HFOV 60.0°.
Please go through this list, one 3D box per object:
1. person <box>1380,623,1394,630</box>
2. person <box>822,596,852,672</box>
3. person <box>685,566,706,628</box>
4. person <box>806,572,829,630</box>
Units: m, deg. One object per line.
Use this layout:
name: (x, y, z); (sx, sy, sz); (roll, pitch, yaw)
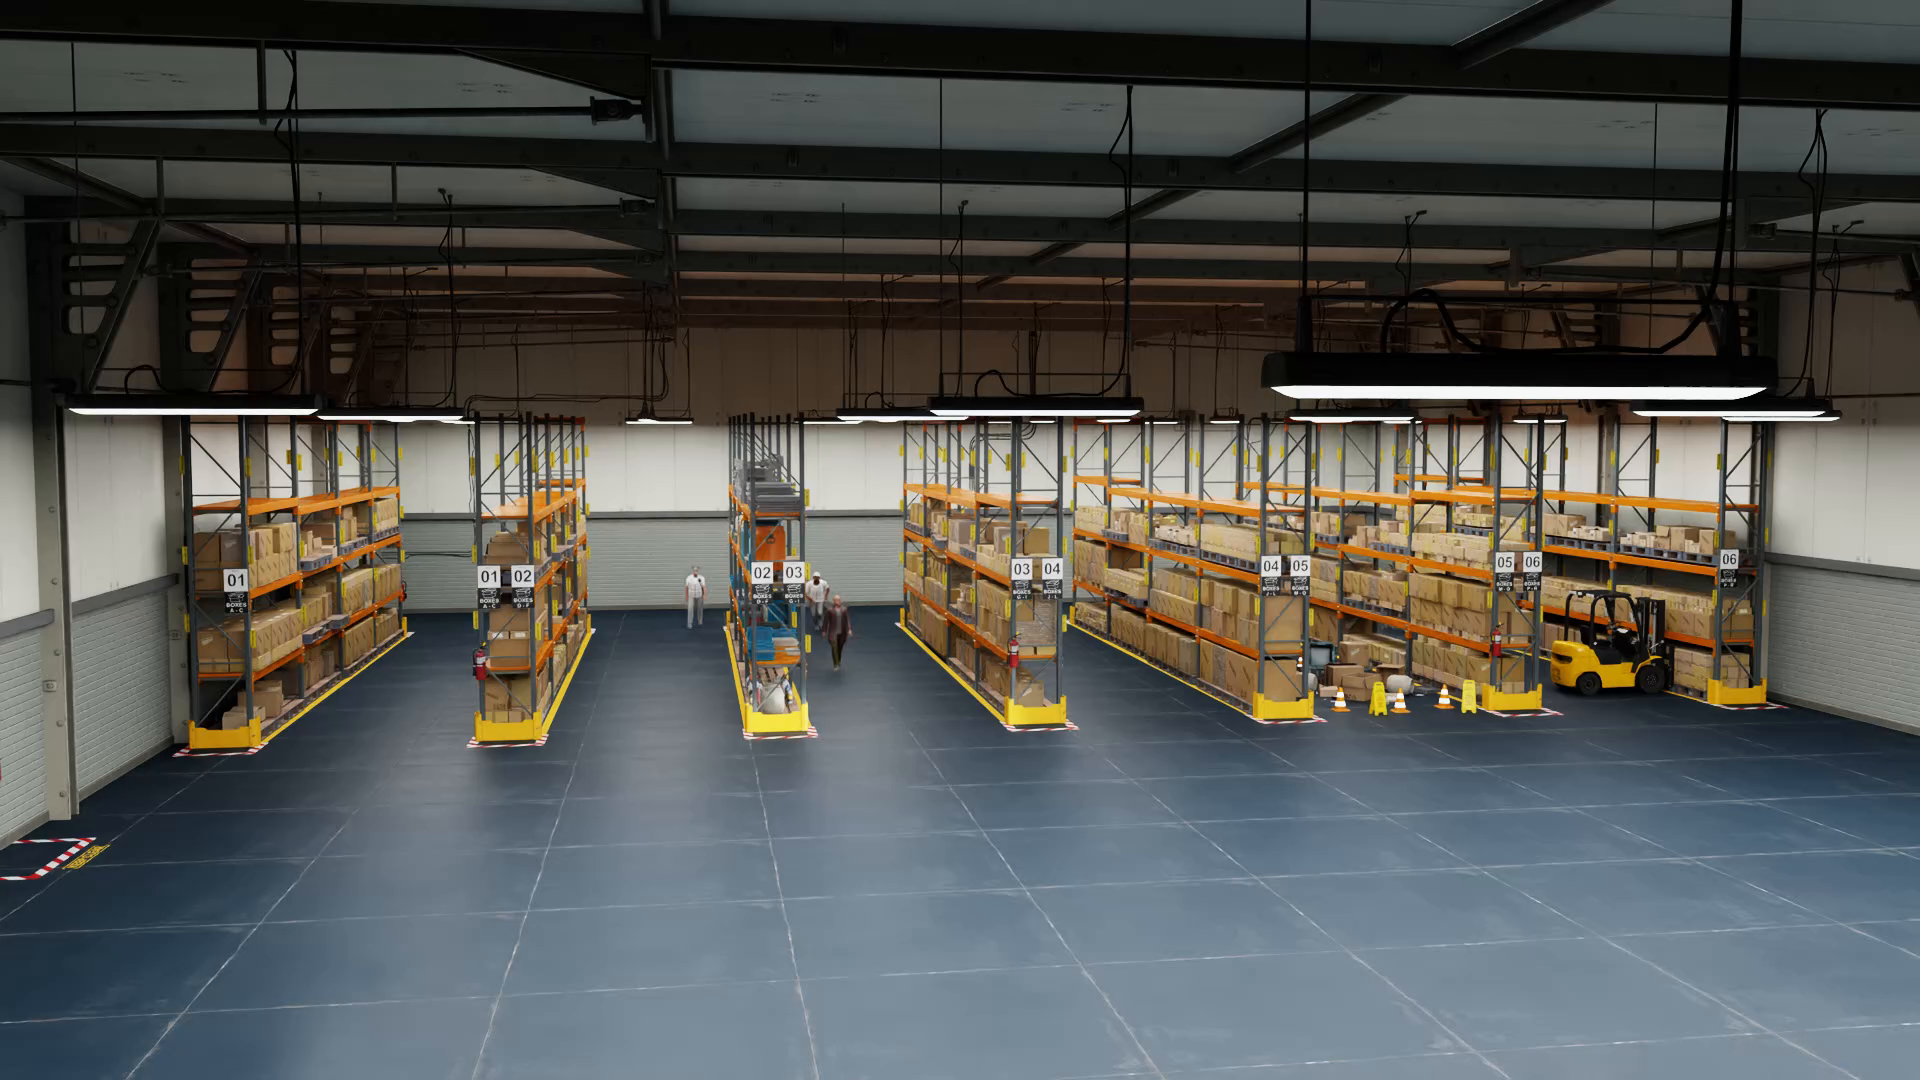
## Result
person: (12.026, 1.705, 46.853); (0.515, 1.656, 0.447); (-4, 5, -45)
person: (-2.881, 2.174, 39.138); (0.674, 1.726, 1.081); (-1, 4, -18)
person: (-7.560, 1.606, 47.555); (0.632, 1.737, 1.005); (0, 4, -1)
person: (-4.030, 1.713, 46.767); (0.710, 1.665, 0.691); (0, 4, -2)
